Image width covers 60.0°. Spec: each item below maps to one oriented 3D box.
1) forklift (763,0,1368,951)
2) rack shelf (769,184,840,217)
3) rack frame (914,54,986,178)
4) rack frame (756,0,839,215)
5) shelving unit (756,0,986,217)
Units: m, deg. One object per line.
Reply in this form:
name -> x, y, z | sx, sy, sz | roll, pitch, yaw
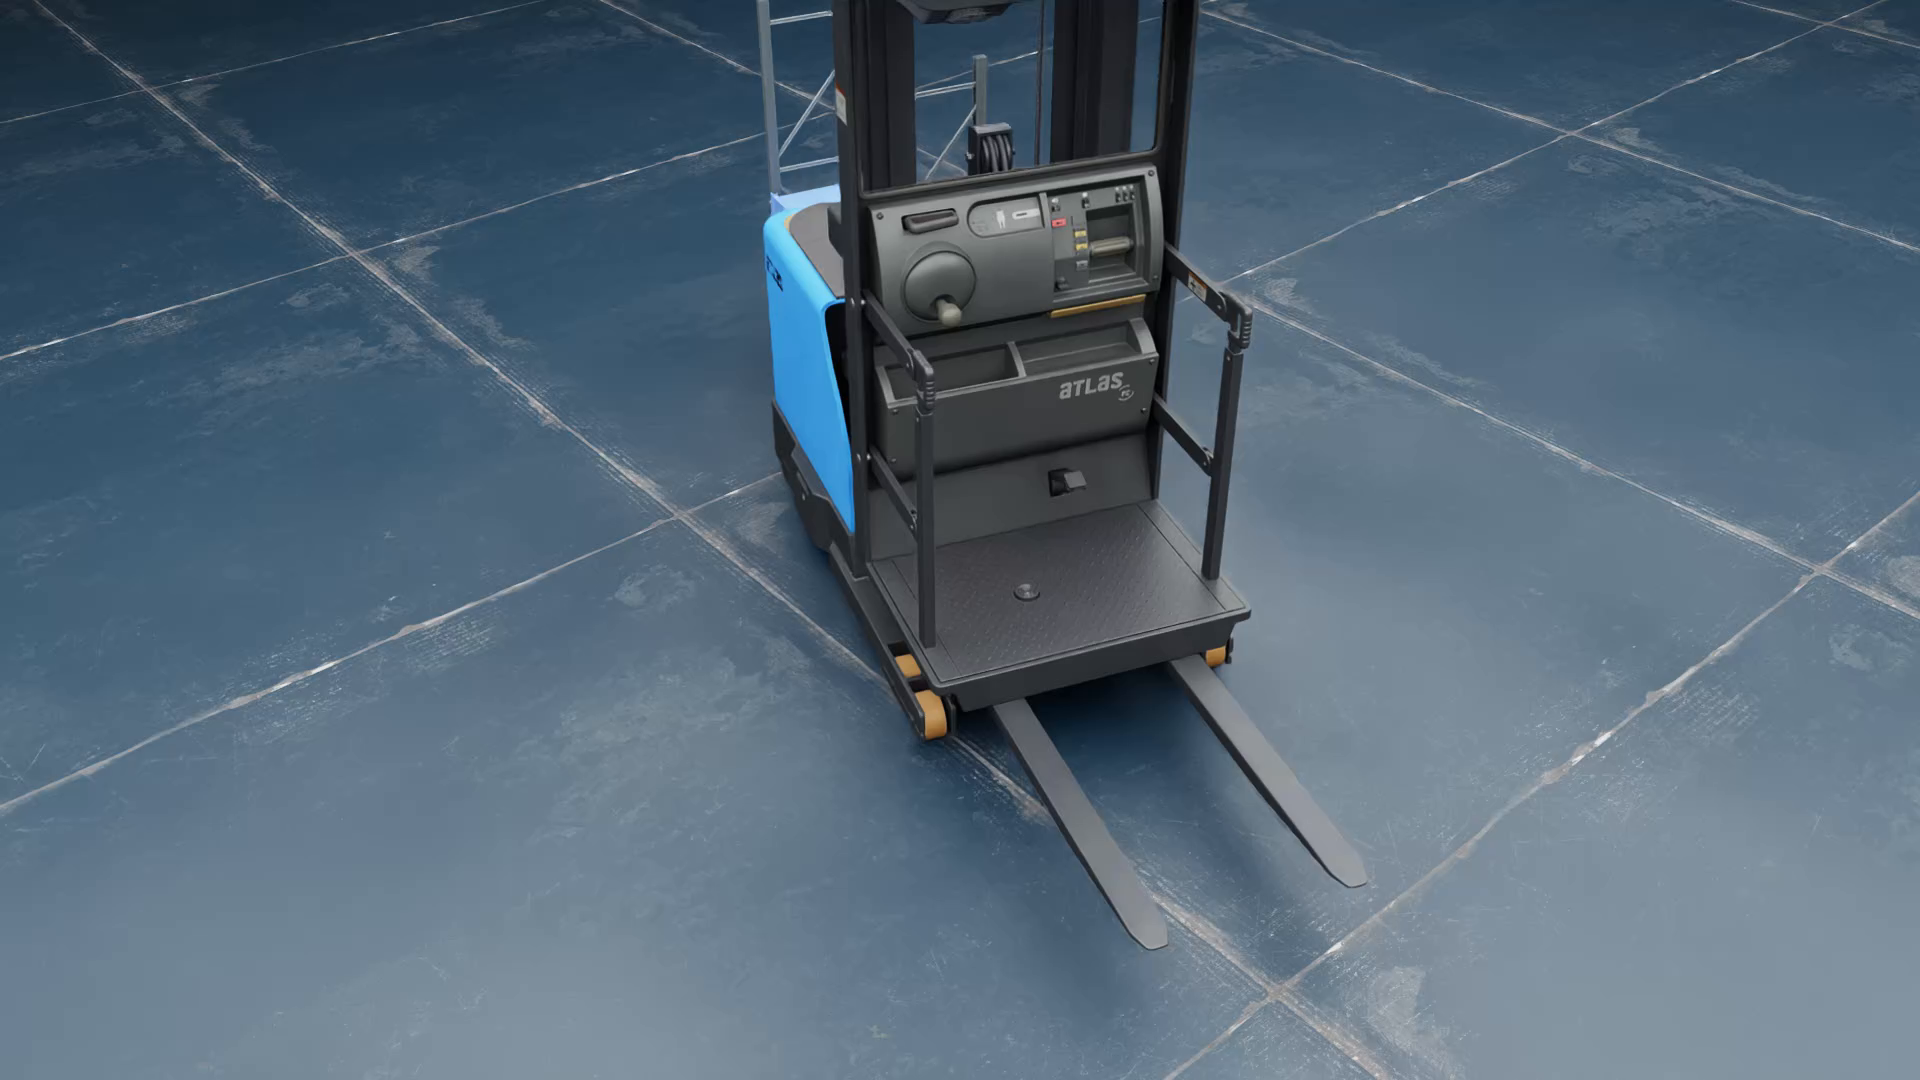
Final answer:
forklift -> 0.264, -0.827, 4.881 | 1.130, 2.935, 3.031 | -12, 37, -17
rack shelf -> -0.366, -1.248, 7.025 | 0.538, 0.185, 1.000 | -17, 39, -22
rack frame -> -0.131, -1.134, 6.554 | 0.500, 1.500, 0.032 | -17, 39, -22
rack frame -> -0.602, -1.655, 7.289 | 0.500, 1.500, 0.032 | -17, 39, -22
shelving unit -> -0.366, -1.394, 6.921 | 0.538, 1.500, 1.048 | -17, 39, -22
